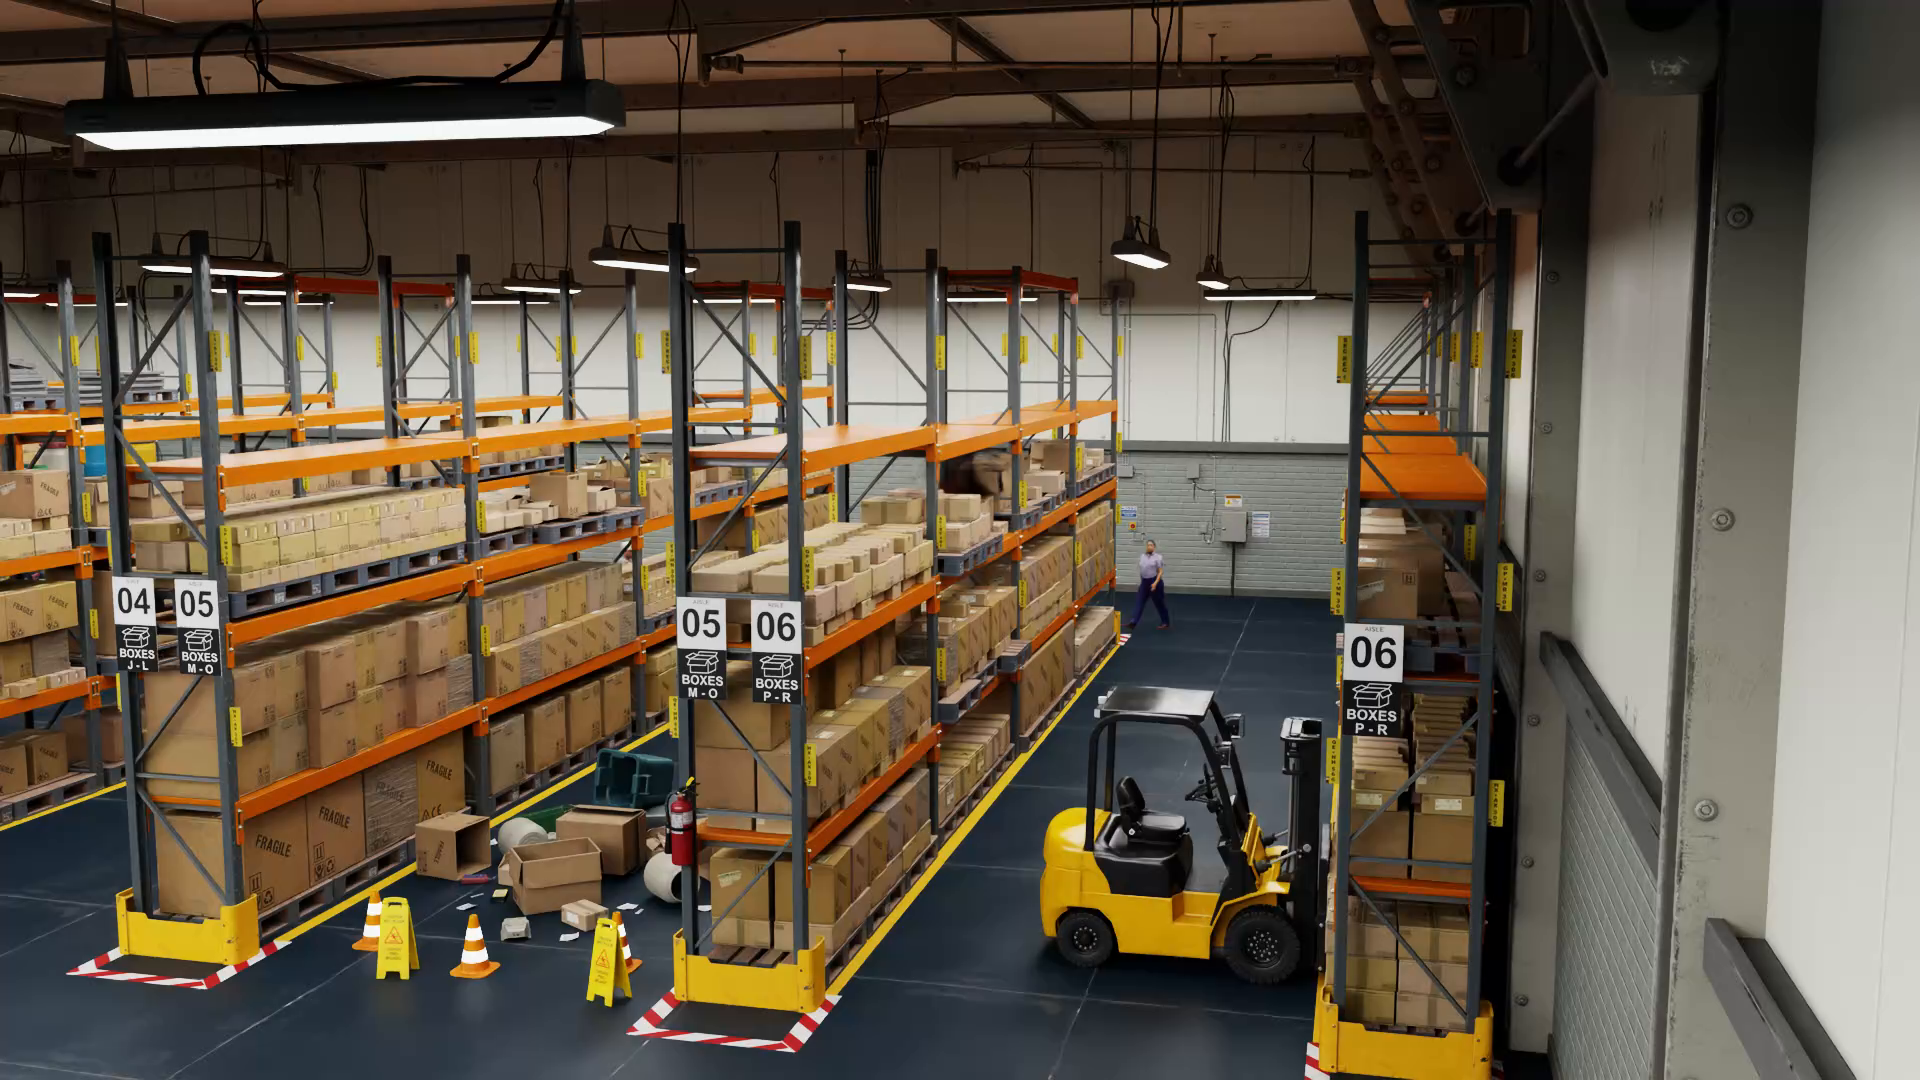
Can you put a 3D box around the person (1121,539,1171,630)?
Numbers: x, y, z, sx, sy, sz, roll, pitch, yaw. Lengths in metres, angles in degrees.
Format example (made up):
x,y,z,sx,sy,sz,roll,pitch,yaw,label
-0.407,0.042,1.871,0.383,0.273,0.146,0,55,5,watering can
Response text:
x,y,z,sx,sy,sz,roll,pitch,yaw,label
3.289,0.791,29.242,0.906,1.602,0.550,-5,8,-33,person

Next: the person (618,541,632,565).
x,y,z,sx,sy,sz,roll,pitch,yaw,label
-5.467,0.912,27.534,0.427,1.793,0.623,0,7,0,person
